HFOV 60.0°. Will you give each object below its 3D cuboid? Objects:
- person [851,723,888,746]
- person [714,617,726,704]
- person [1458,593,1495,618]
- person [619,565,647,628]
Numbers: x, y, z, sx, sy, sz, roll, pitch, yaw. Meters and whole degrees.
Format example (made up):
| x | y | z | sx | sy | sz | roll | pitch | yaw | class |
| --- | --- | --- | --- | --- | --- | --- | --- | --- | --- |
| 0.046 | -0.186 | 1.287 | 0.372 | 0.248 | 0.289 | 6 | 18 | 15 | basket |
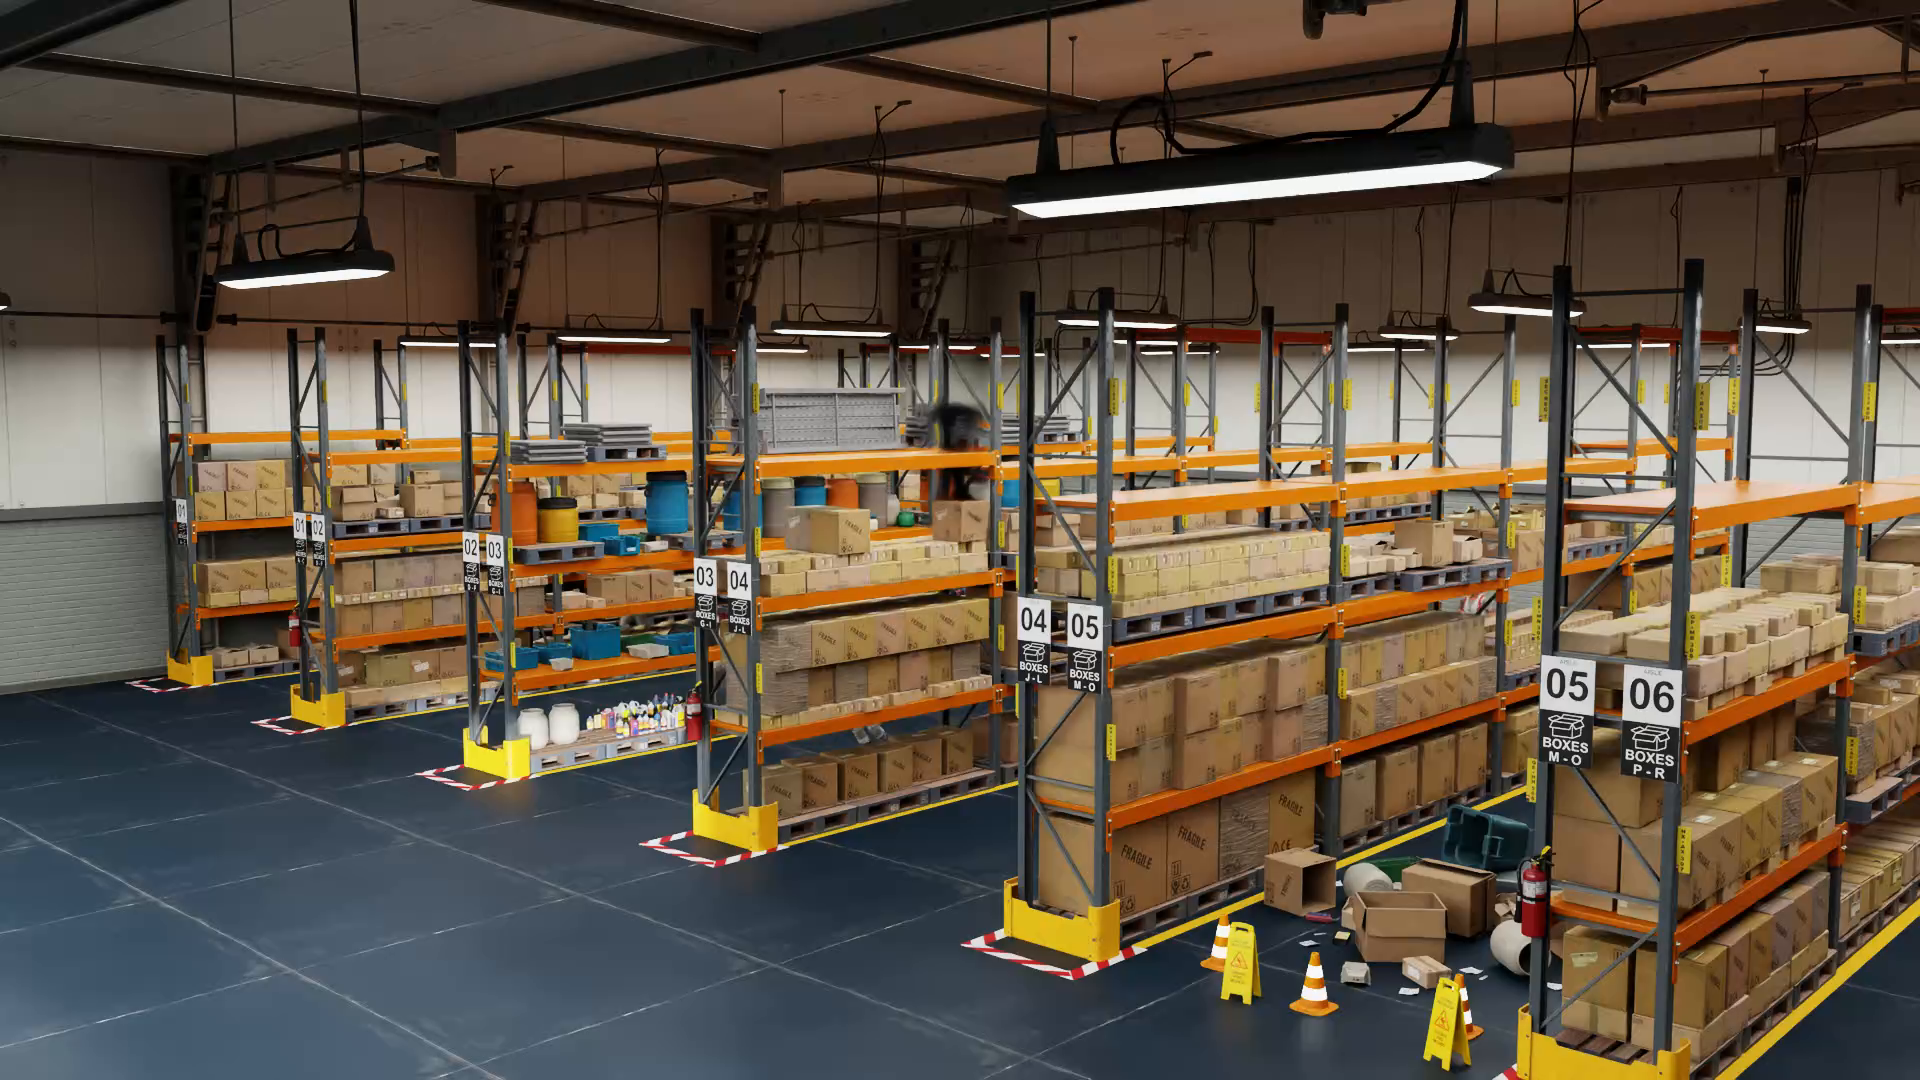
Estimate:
| x | y | z | sx | sy | sz | roll | pitch | yaw | class |
| --- | --- | --- | --- | --- | --- | --- | --- | --- | --- |
| -1.336 | 2.207 | 22.859 | 0.637 | 1.619 | 0.889 | 3 | 6 | 26 | person |
| -3.825 | 1.822 | 26.460 | 0.885 | 1.736 | 0.705 | -4 | 7 | -36 | person |
| 9.073 | 1.553 | 29.339 | 0.673 | 1.749 | 0.660 | 5 | 7 | 43 | person |
| -6.220 | 1.303 | 31.844 | 0.656 | 1.820 | 0.734 | 4 | 7 | 36 | person |
